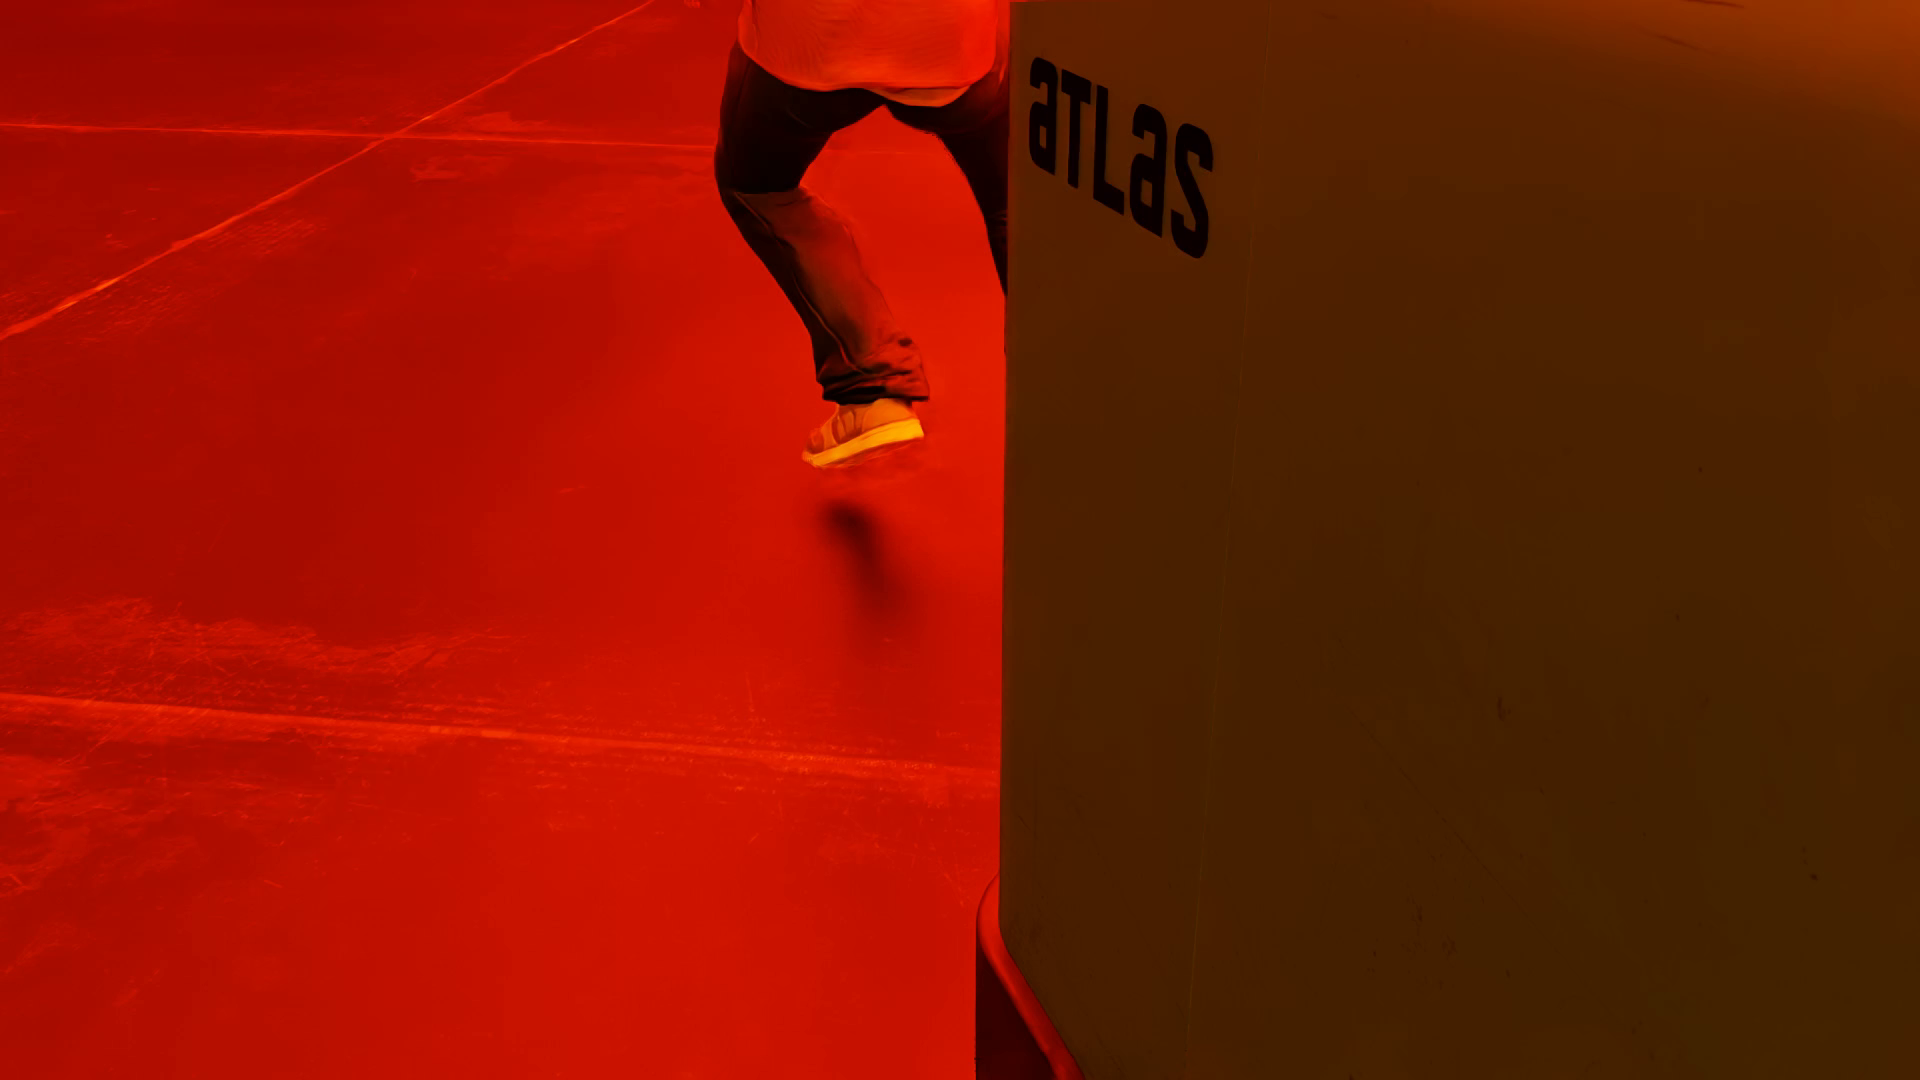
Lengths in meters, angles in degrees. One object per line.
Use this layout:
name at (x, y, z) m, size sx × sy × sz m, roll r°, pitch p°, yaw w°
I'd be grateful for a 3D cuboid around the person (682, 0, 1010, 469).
person at (-0.053, -0.752, 2.341) m, size 0.684 × 1.480 × 0.514 m, roll -5°, pitch 27°, yaw -10°
